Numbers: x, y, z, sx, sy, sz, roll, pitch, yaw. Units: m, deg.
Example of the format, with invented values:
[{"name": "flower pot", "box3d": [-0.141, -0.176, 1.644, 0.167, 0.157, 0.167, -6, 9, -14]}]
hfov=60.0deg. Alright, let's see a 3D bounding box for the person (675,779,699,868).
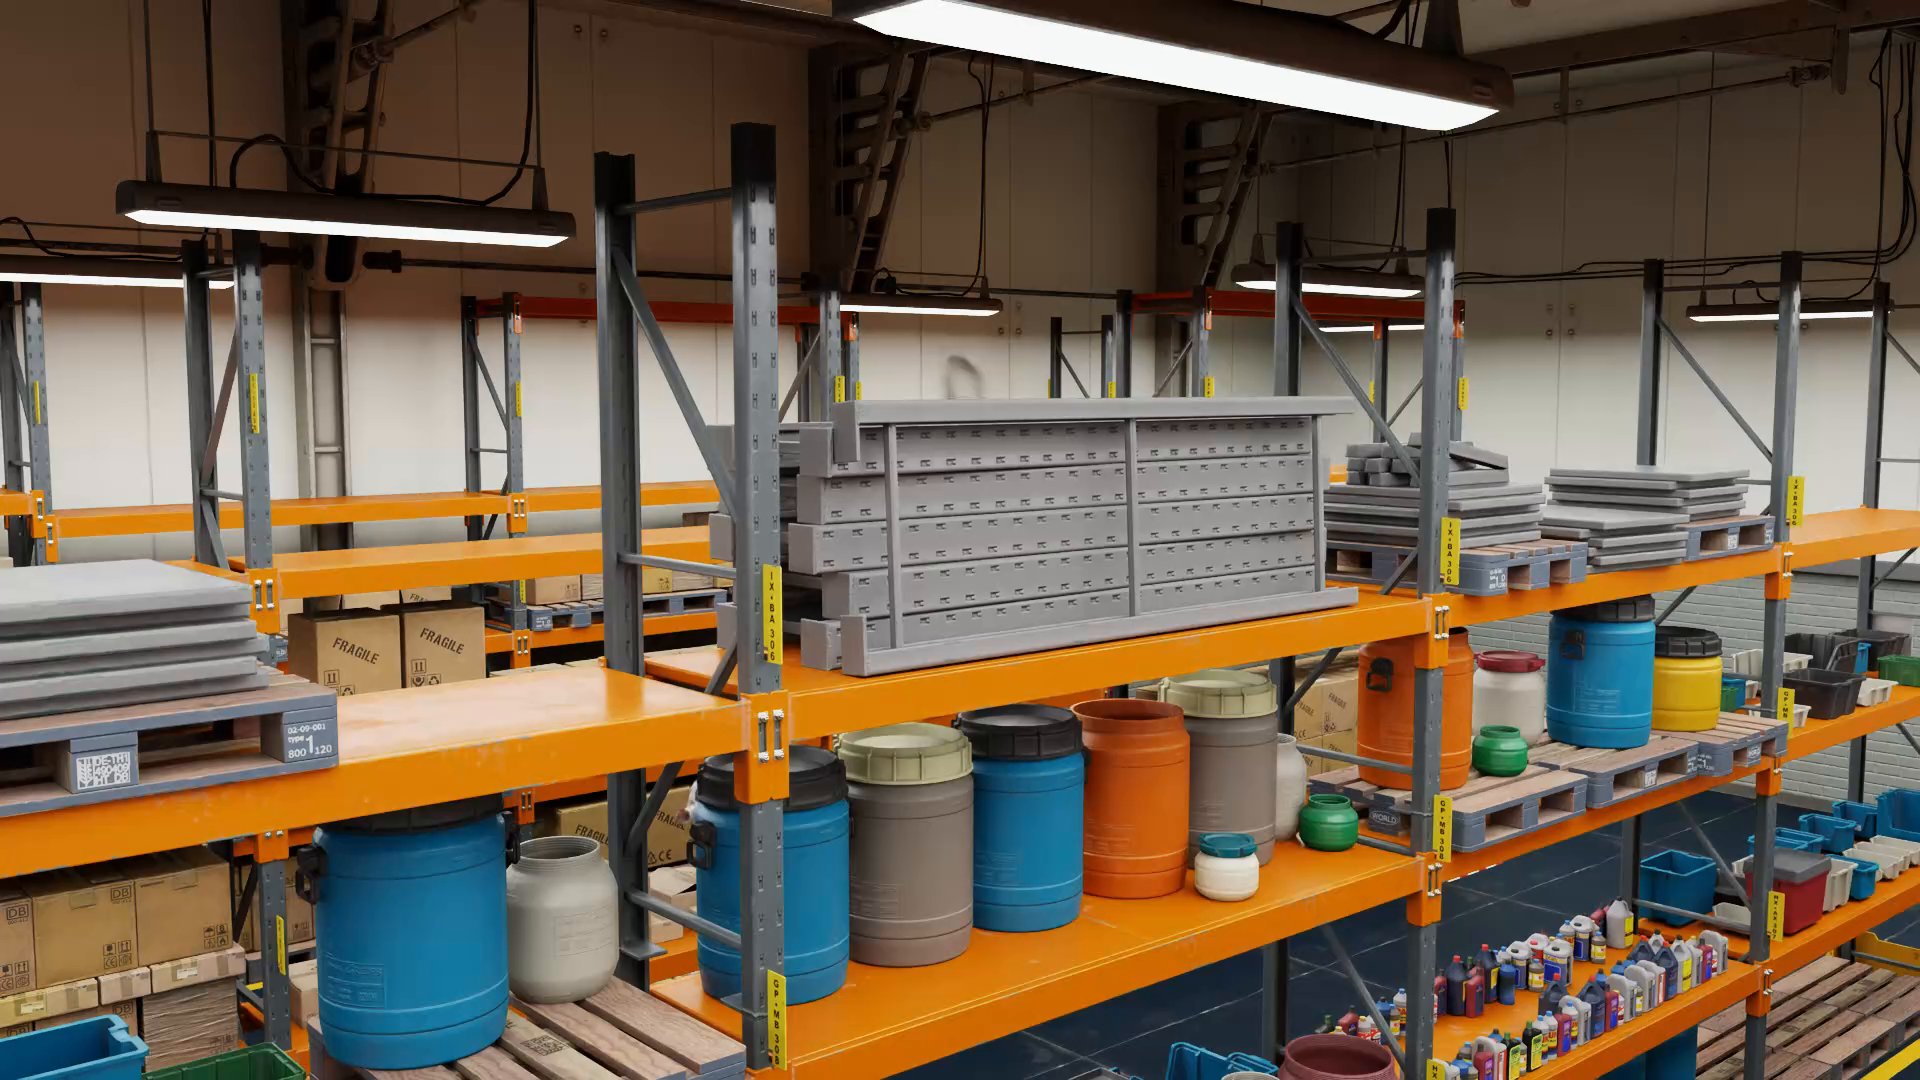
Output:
[{"name": "person", "box3d": [-2.242, 2.812, 15.178, 0.701, 1.784, 1.034, 4, 7, 38]}]
